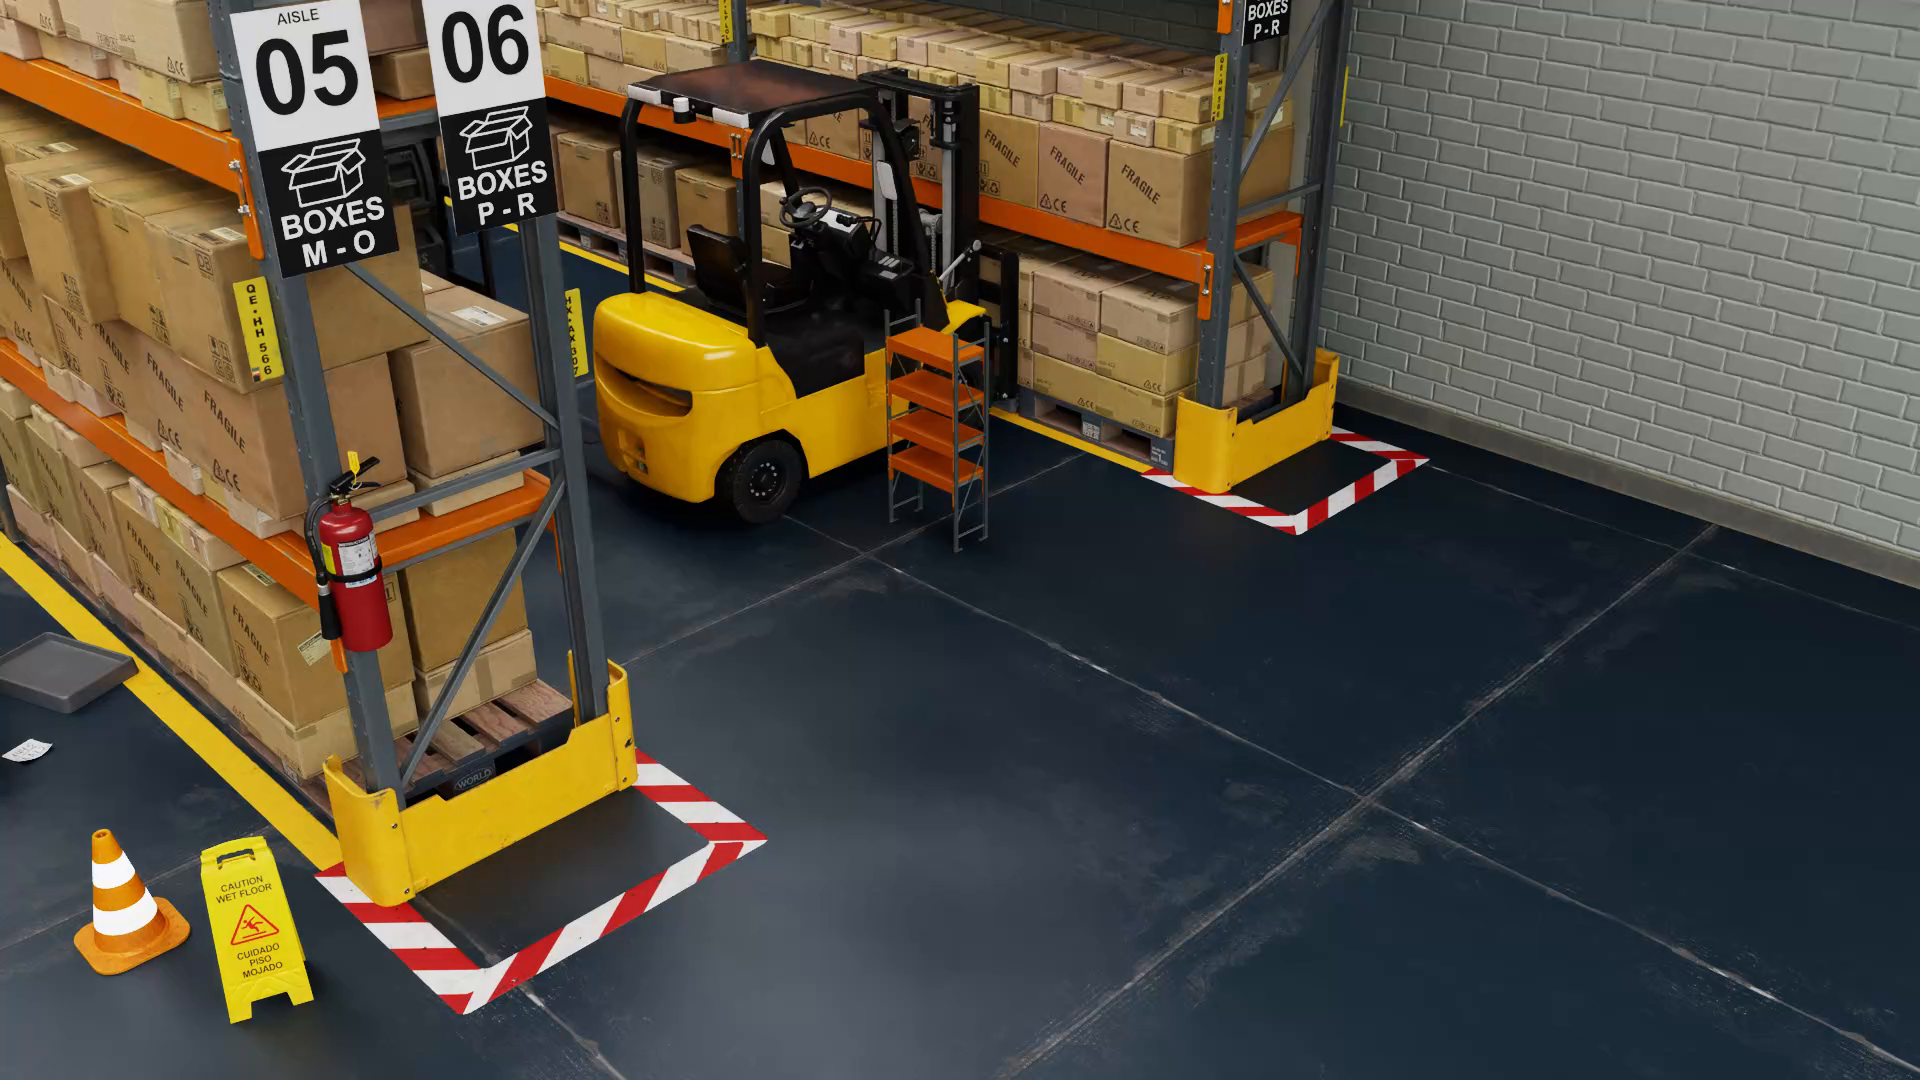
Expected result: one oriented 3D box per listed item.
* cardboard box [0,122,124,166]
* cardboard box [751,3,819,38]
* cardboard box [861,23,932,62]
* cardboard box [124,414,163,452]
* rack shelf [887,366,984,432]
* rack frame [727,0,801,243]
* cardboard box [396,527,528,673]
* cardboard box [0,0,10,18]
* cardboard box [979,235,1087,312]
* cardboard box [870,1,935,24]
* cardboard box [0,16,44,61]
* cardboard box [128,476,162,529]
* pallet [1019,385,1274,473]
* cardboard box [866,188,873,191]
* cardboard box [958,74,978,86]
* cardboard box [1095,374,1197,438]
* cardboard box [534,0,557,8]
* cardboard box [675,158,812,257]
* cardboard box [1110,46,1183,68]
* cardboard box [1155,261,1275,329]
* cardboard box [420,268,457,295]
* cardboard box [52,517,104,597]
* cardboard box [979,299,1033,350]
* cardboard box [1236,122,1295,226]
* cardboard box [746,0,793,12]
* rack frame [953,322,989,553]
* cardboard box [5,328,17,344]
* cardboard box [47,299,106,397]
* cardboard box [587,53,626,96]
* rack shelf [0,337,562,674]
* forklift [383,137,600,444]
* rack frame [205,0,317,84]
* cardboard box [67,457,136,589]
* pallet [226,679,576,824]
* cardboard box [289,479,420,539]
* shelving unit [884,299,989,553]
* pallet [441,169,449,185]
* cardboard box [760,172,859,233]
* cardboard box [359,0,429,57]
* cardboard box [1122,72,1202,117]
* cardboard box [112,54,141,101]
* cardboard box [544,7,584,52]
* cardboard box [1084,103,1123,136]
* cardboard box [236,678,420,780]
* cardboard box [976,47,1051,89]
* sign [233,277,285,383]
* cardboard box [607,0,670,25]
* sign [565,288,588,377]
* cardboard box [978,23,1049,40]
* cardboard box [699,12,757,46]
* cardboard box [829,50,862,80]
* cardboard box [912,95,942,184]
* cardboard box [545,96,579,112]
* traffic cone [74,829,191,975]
[{"bbox_3d":[-3.350,-1.402,6.691,0.500,0.500,0.700,24,36,38],"label":"cardboard box"},{"bbox_3d":[-1.139,-3.394,10.858,0.380,0.149,0.250,-24,36,-38],"label":"cardboard box"},{"bbox_3d":[-0.385,-3.065,10.232,0.250,0.149,0.380,24,36,38],"label":"cardboard box"},{"bbox_3d":[-3.161,-0.514,6.775,0.250,0.149,0.380,24,36,38],"label":"cardboard box"},{"bbox_3d":[-0.118,-0.724,8.501,0.480,0.148,0.258,25,36,38],"label":"rack shelf"},{"bbox_3d":[-1.158,-3.134,11.487,0.127,3.000,1.000,25,36,38],"label":"rack frame"},{"bbox_3d":[-2.182,0.157,6.927,0.500,0.500,0.500,23,36,37],"label":"cardboard box"},{"bbox_3d":[-3.430,-2.147,6.228,0.500,0.250,0.500,-25,37,-39],"label":"cardboard box"},{"bbox_3d":[0.412,-1.613,10.023,0.500,0.250,0.500,-25,37,-39],"label":"cardboard box"},{"bbox_3d":[-0.371,-3.415,10.898,0.250,0.149,0.380,24,36,38],"label":"cardboard box"},{"bbox_3d":[-3.360,-1.907,6.200,0.250,0.149,0.380,24,36,38],"label":"cardboard box"},{"bbox_3d":[-3.210,-0.210,6.927,0.380,0.149,0.250,-23,36,-37],"label":"cardboard box"},{"bbox_3d":[1.120,-0.830,10.102,1.213,0.211,1.003,25,36,38],"label":"pallet"},{"bbox_3d":[-0.300,-2.288,11.308,0.500,0.250,0.500,24,36,38],"label":"cardboard box"},{"bbox_3d":[0.204,-2.702,9.861,0.250,0.149,0.380,24,36,38],"label":"cardboard box"},{"bbox_3d":[1.138,-0.846,9.639,0.500,0.250,0.500,25,37,39],"label":"cardboard box"},{"bbox_3d":[-3.062,-4.151,12.617,0.380,0.149,0.250,-24,36,-38],"label":"cardboard box"},{"bbox_3d":[-1.538,-2.435,12.258,0.875,0.625,0.625,-23,36,-37],"label":"cardboard box"},{"bbox_3d":[1.077,-2.736,9.606,0.250,0.149,0.380,25,37,39],"label":"cardboard box"},{"bbox_3d":[1.484,-1.460,9.732,0.500,0.250,0.500,24,36,38],"label":"cardboard box"},{"bbox_3d":[-2.298,-0.771,6.565,0.500,0.500,0.500,-24,36,-38],"label":"cardboard box"},{"bbox_3d":[-4.015,-0.002,8.033,0.500,0.250,0.500,-23,35,-36],"label":"cardboard box"},{"bbox_3d":[0.395,-1.403,10.160,0.500,0.250,0.500,24,36,37],"label":"cardboard box"},{"bbox_3d":[1.536,-2.127,9.464,0.500,0.500,0.500,-24,36,-38],"label":"cardboard box"},{"bbox_3d":[-1.413,-3.756,11.866,0.250,0.149,0.380,23,36,37],"label":"cardboard box"},{"bbox_3d":[0.056,-0.505,8.422,0.015,1.200,0.240,25,36,38],"label":"rack frame"},{"bbox_3d":[-4.208,-1.023,7.743,0.250,0.149,0.380,24,36,38],"label":"cardboard box"},{"bbox_3d":[-3.420,-0.943,6.893,0.500,0.500,0.500,-25,37,-39],"label":"cardboard box"},{"bbox_3d":[-2.396,-3.479,12.305,0.500,0.250,0.500,25,37,39],"label":"cardboard box"},{"bbox_3d":[-3.209,-0.514,7.278,4.000,0.370,1.077,25,36,38],"label":"rack shelf"},{"bbox_3d":[-3.344,-2.035,9.472,3.031,2.935,1.130,24,36,38],"label":"forklift"},{"bbox_3d":[-1.783,-2.835,4.473,0.127,3.000,1.000,25,36,38],"label":"rack frame"},{"bbox_3d":[-3.645,-0.163,7.535,0.500,0.500,0.500,-23,35,-37],"label":"cardboard box"},{"bbox_3d":[-2.392,0.752,7.092,1.213,0.211,1.003,25,36,38],"label":"pallet"},{"bbox_3d":[-2.200,-0.120,6.025,0.380,0.149,0.250,-24,36,-38],"label":"cardboard box"},{"bbox_3d":[-0.118,-0.585,8.573,0.503,1.200,0.258,25,36,38],"label":"shelving unit"},{"bbox_3d":[-4.516,-3.461,15.105,1.213,0.211,1.003,25,36,38],"label":"pallet"},{"bbox_3d":[-1.033,-2.283,11.298,0.500,0.250,0.500,24,36,38],"label":"cardboard box"},{"bbox_3d":[-1.955,-1.826,5.617,0.500,0.250,0.500,24,36,38],"label":"cardboard box"},{"bbox_3d":[1.093,-2.409,8.984,0.250,0.149,0.380,25,36,38],"label":"cardboard box"},{"bbox_3d":[-2.600,-1.589,5.595,0.380,0.149,0.250,-24,36,-38],"label":"cardboard box"},{"bbox_3d":[-2.766,-3.869,12.509,0.500,0.250,0.500,-25,36,-38],"label":"cardboard box"},{"bbox_3d":[0.905,-2.359,9.208,0.380,0.149,0.250,-24,36,-38],"label":"cardboard box"},{"bbox_3d":[-2.565,0.669,6.758,0.500,0.250,0.500,24,36,38],"label":"cardboard box"},{"bbox_3d":[0.311,-2.722,9.579,0.380,0.149,0.250,-24,36,-38],"label":"cardboard box"},{"bbox_3d":[-2.187,-0.655,5.189,0.005,0.325,0.100,25,36,38],"label":"sign"},{"bbox_3d":[-2.315,-3.827,12.000,0.250,0.149,0.380,24,36,37],"label":"cardboard box"},{"bbox_3d":[-1.403,-0.743,6.011,0.005,0.325,0.100,25,36,38],"label":"sign"},{"bbox_3d":[0.331,-3.071,10.244,0.380,0.149,0.250,-24,36,-38],"label":"cardboard box"},{"bbox_3d":[-1.557,-3.503,11.384,0.380,0.149,0.250,-24,36,-38],"label":"cardboard box"},{"bbox_3d":[-0.600,-3.009,10.445,0.380,0.149,0.250,-24,36,-38],"label":"cardboard box"},{"bbox_3d":[0.064,-2.446,10.072,0.500,0.500,0.500,25,37,39],"label":"cardboard box"},{"bbox_3d":[-3.575,-3.366,14.028,0.875,0.625,0.625,-24,36,-38],"label":"cardboard box"},{"bbox_3d":[-2.994,1.231,5.913,0.334,0.463,0.336,25,36,38],"label":"traffic cone"}]
